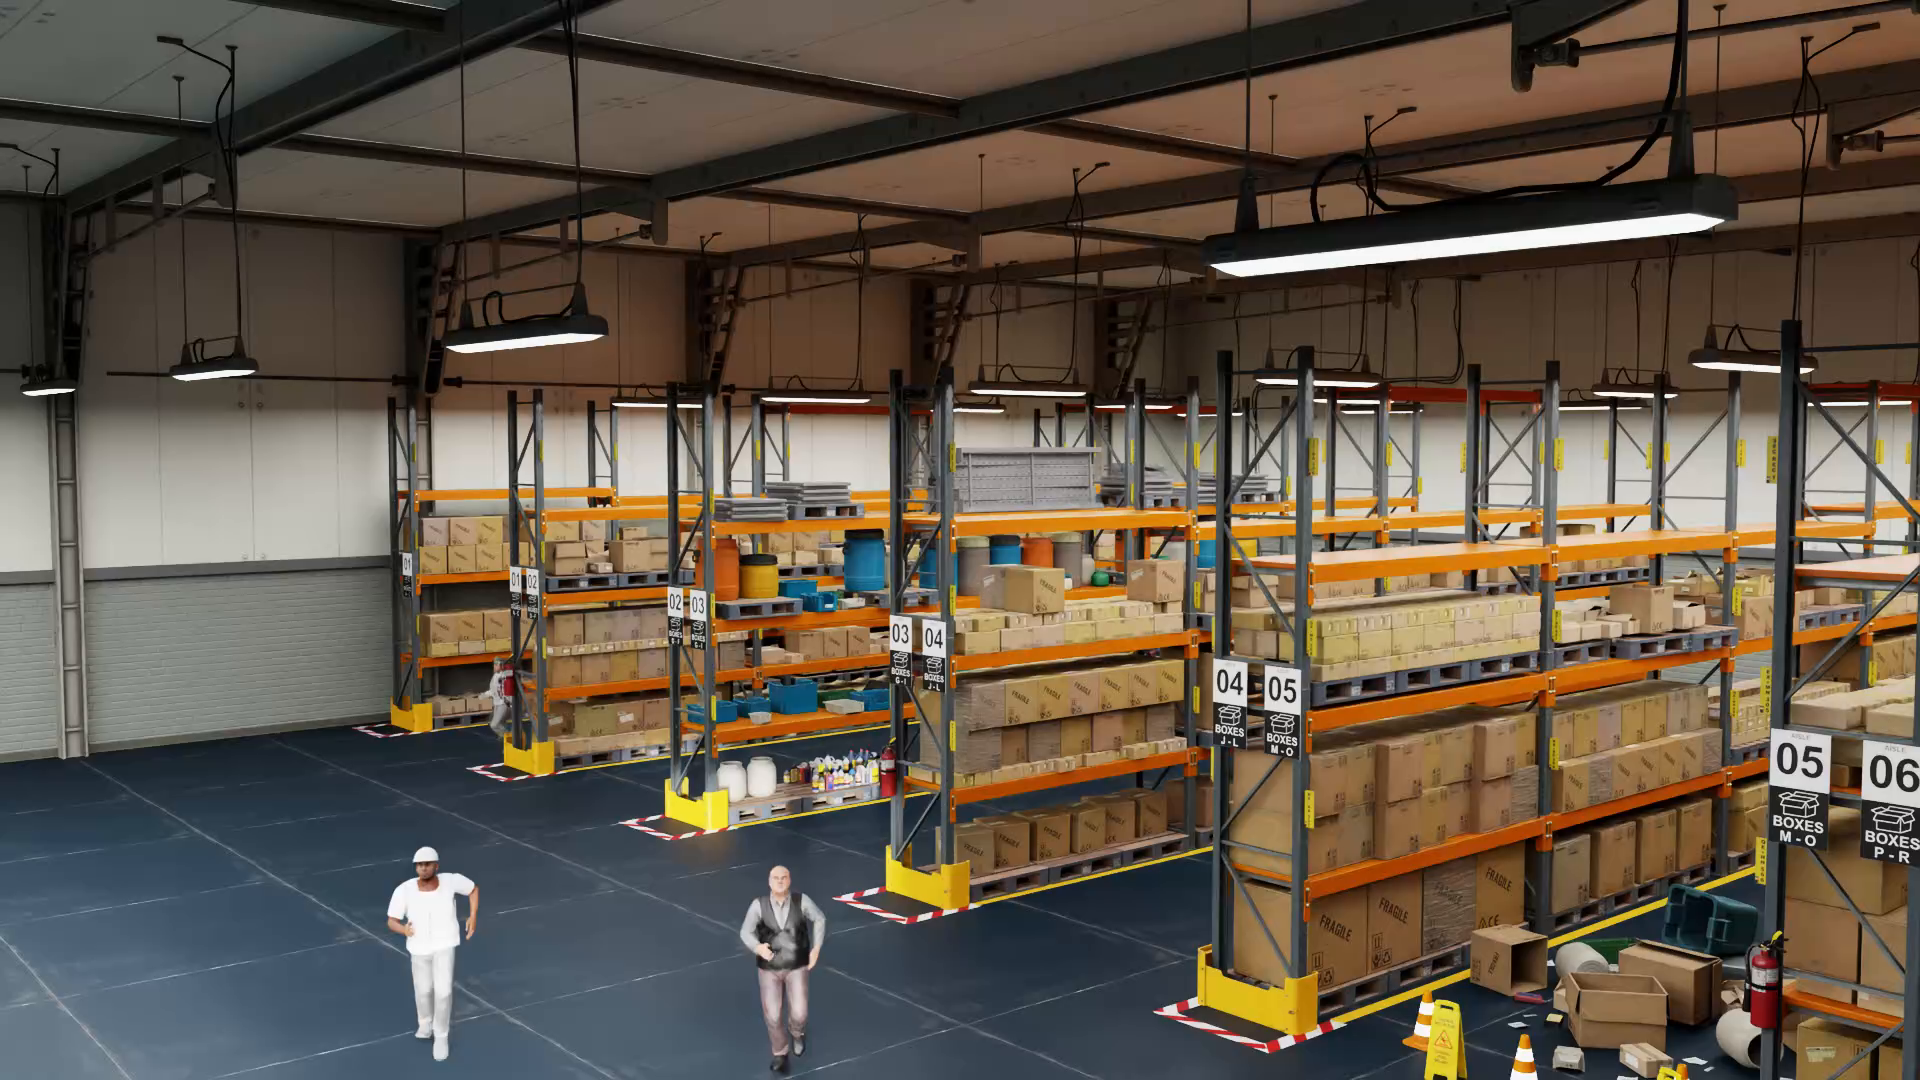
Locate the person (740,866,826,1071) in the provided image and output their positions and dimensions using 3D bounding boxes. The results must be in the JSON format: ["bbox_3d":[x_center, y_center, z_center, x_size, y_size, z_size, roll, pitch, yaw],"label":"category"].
[{"bbox_3d":[-1.448,3.520,13.620,0.708,1.692,0.555,0,3,-6],"label":"person"}]

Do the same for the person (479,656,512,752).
[{"bbox_3d":[-7.579,2.731,27.441,0.632,1.624,0.644,-3,5,-44],"label":"person"}]

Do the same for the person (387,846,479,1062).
[{"bbox_3d":[-4.451,3.466,14.054,0.705,1.794,0.860,-1,3,-9],"label":"person"}]
